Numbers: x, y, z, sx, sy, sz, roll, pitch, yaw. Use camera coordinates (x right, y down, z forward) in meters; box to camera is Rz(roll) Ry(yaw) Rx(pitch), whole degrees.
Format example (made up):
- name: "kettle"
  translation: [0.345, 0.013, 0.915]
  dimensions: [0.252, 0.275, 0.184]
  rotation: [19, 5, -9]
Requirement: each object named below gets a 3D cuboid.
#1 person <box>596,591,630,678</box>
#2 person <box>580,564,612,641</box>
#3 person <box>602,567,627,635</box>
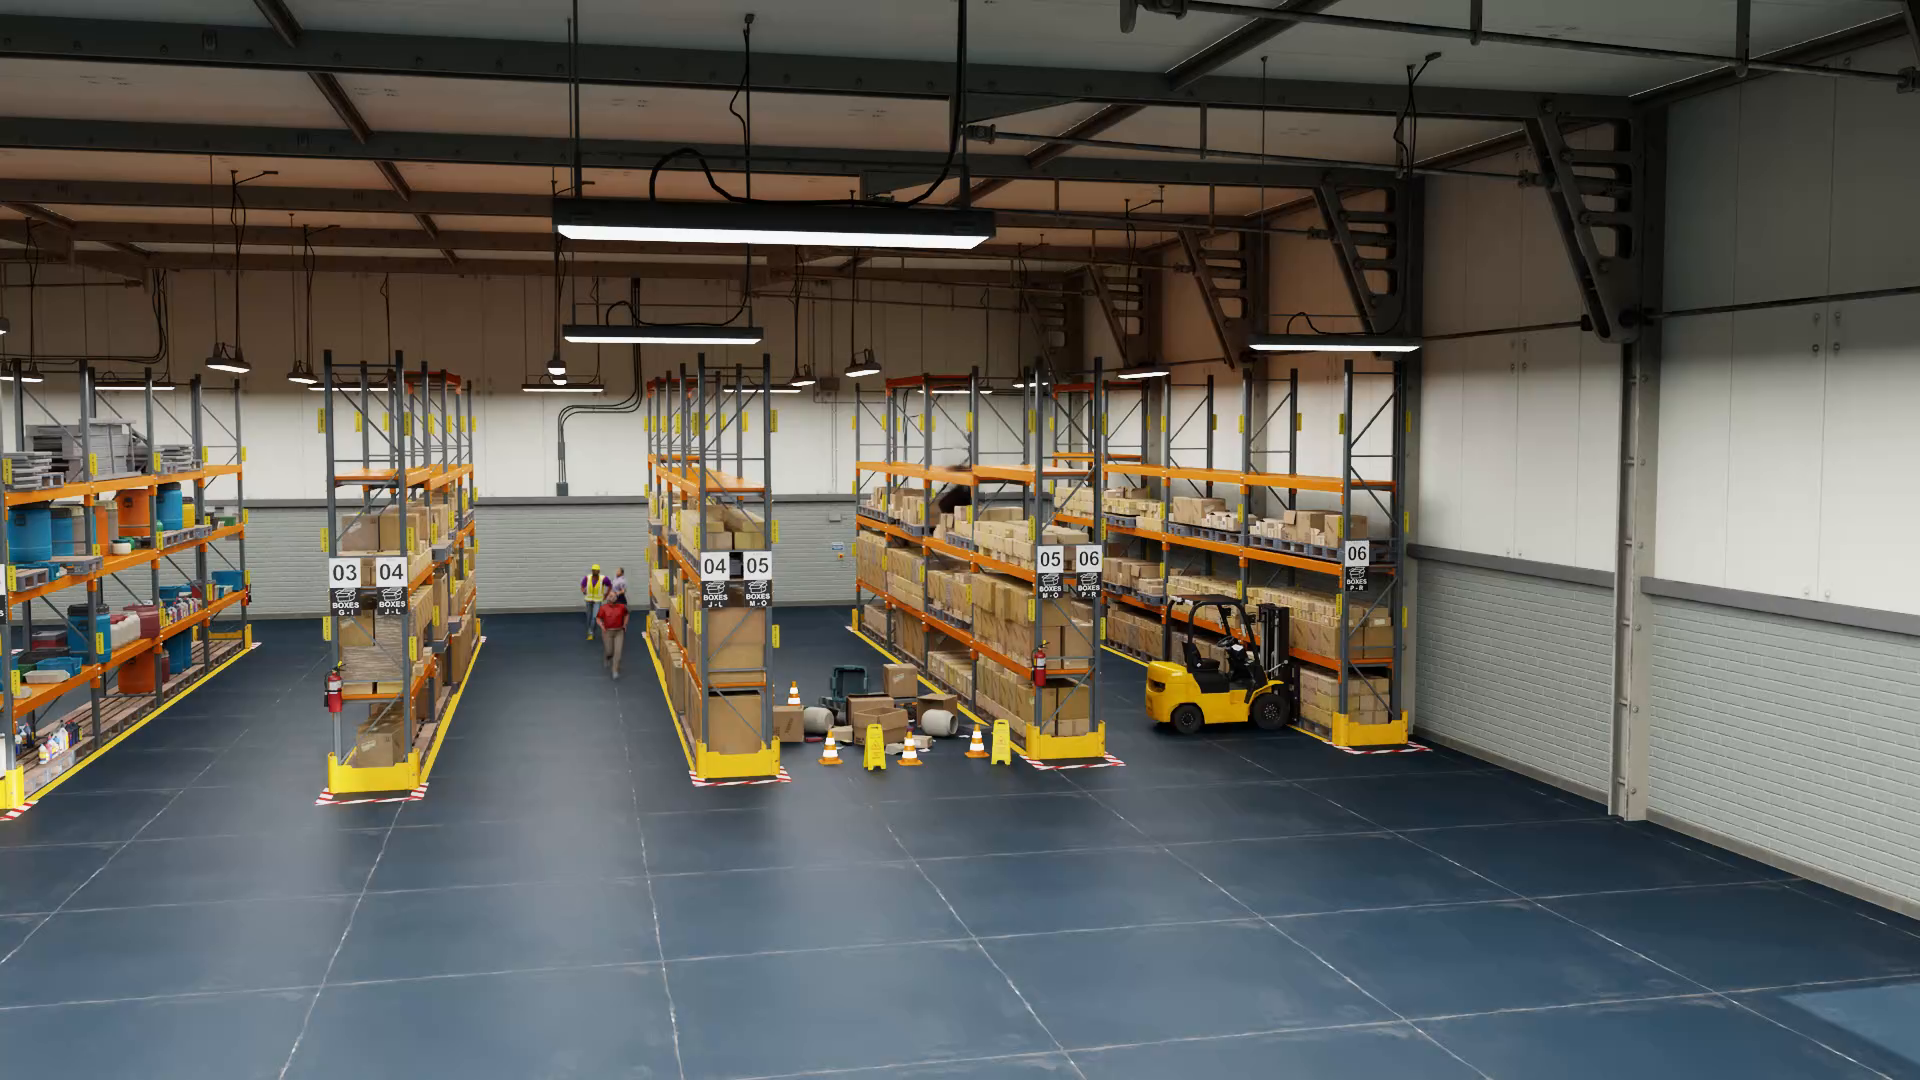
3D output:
- name: "person"
  translation: [-6.886, 1.867, 33.059]
  dimensions: [0.663, 1.701, 0.752]
  rotation: [-1, 4, -19]
- name: "person"
  translation: [-8.490, 1.433, 38.830]
  dimensions: [0.727, 1.761, 0.873]
  rotation: [0, 4, -7]
- name: "person"
  translation: [-8.138, 1.448, 39.495]
  dimensions: [0.595, 1.598, 0.672]
  rotation: [3, 5, 37]
